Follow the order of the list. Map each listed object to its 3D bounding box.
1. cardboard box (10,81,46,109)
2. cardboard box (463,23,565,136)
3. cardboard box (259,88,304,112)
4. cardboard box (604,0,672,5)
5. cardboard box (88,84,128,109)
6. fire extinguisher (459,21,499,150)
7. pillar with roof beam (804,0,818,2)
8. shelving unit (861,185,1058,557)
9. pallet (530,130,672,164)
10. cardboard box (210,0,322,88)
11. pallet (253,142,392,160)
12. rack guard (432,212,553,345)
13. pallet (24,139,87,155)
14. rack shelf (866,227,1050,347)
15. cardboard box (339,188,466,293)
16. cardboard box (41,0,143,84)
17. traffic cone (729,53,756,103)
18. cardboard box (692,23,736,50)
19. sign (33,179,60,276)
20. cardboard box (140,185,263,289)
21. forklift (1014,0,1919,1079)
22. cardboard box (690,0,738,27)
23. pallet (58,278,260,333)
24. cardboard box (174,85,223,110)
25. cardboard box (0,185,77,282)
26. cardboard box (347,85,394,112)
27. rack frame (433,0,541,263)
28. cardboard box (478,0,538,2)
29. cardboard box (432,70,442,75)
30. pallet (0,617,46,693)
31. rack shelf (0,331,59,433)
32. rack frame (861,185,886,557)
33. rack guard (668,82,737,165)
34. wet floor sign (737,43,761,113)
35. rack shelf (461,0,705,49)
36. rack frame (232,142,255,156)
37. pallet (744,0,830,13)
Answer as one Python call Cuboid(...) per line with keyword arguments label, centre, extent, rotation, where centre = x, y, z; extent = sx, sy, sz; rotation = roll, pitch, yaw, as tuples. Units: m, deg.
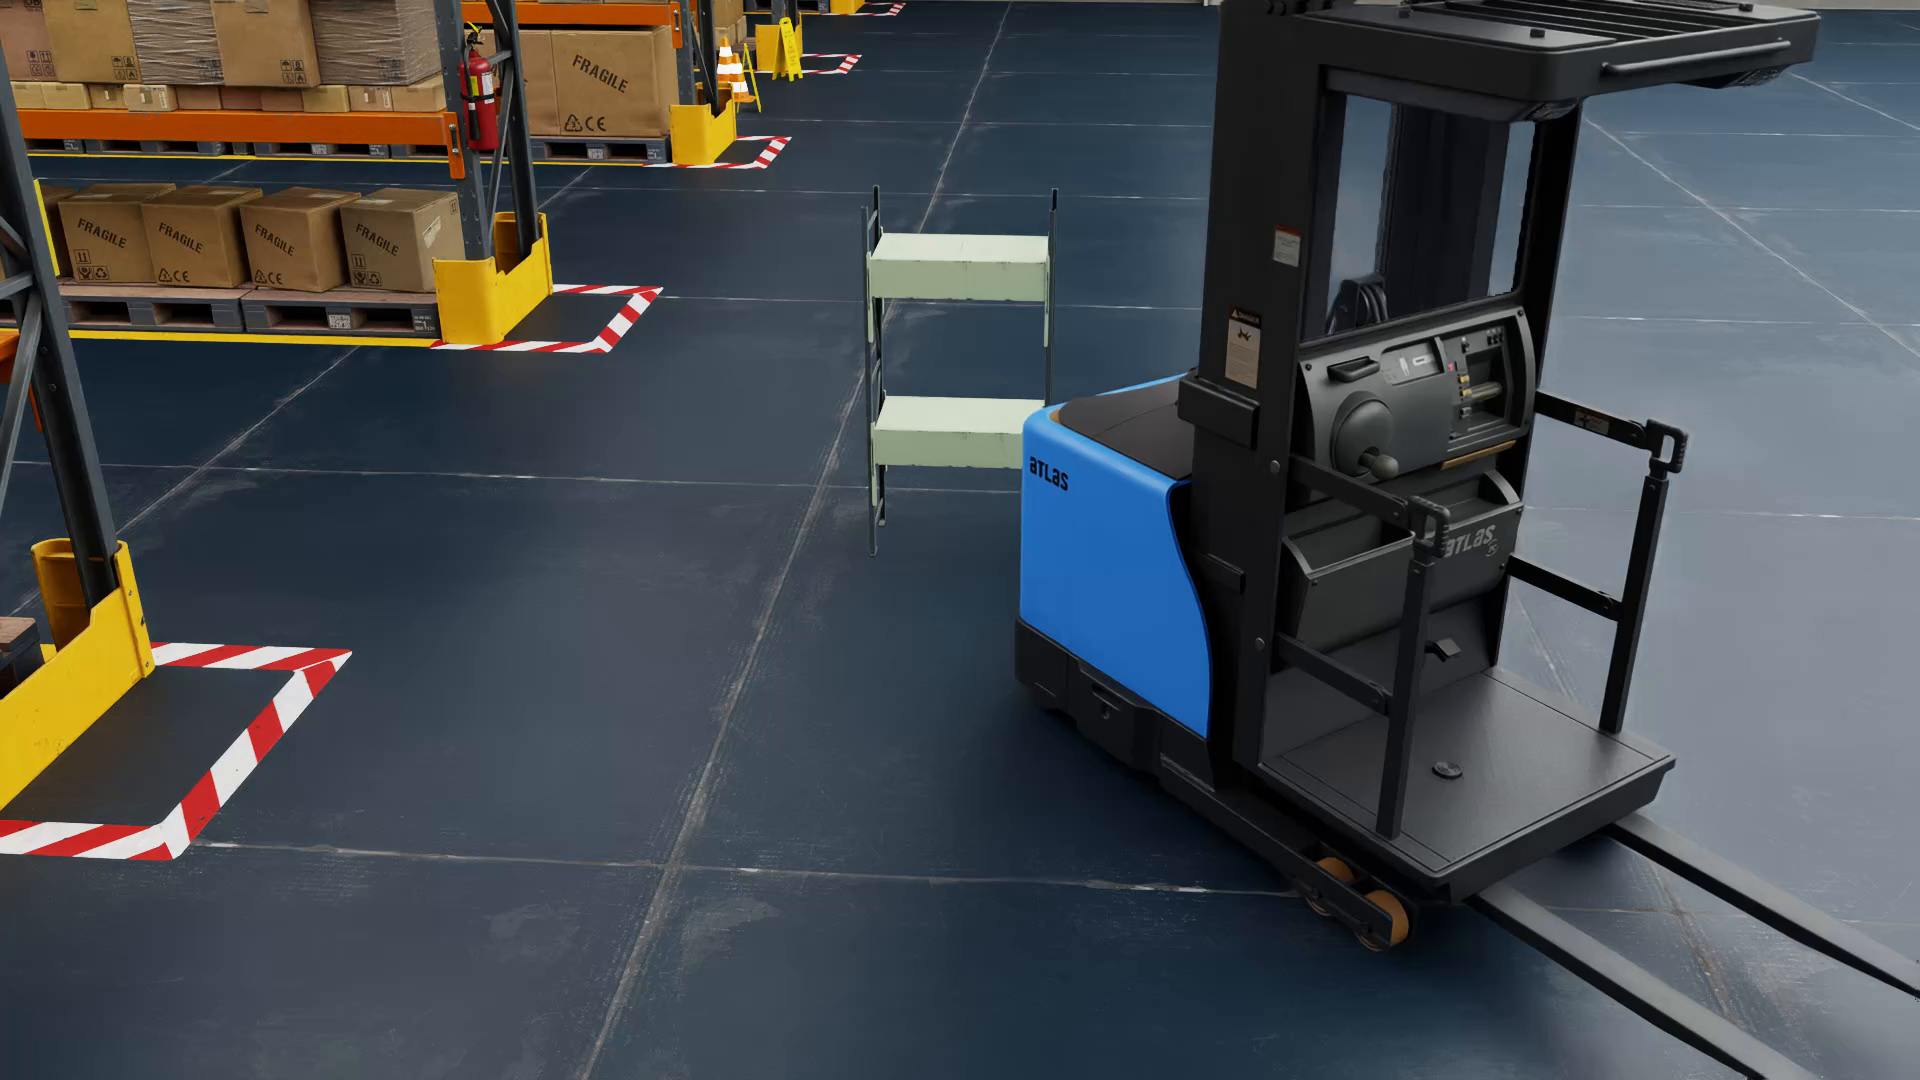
Cuboid(label="cardboard box", centre=(-5.308, -2.600, 9.613), extent=(0.250, 0.149, 0.380), rotation=(2, 25, 4))
Cuboid(label="cardboard box", centre=(-3.838, -4.059, 14.522), extent=(0.875, 0.875, 0.875), rotation=(1, 25, 3))
Cuboid(label="cardboard box", centre=(-3.810, -2.566, 9.539), extent=(0.250, 0.149, 0.380), rotation=(2, 25, 4))
Cuboid(label="cardboard box", centre=(-2.653, -4.873, 14.073), extent=(0.550, 0.550, 0.875), rotation=(2, 25, 4))
Cuboid(label="cardboard box", centre=(-4.807, -2.598, 9.609), extent=(0.250, 0.149, 0.380), rotation=(2, 25, 4))
Cuboid(label="fire extinguisher", centre=(-2.681, -2.517, 9.225), extent=(0.183, 0.674, 0.296), rotation=(2, 25, 4))
Cuboid(label="pillar with roof beam", centre=(-2.579, -10.276, 18.818), extent=(0.400, 9.000, 9.100), rotation=(2, 25, 4))
Cuboid(label="shelving unit", centre=(0.007, -0.681, 6.936), extent=(0.755, 1.500, 0.431), rotation=(2, 25, 4))
Cuboid(label="pallet", centre=(-3.082, -3.538, 14.687), extent=(1.213, 0.211, 1.003), rotation=(2, 25, 4))
Cuboid(label="cardboard box", centre=(-3.814, -2.924, 9.540), extent=(0.500, 0.500, 0.875), rotation=(2, 25, 4))
Cuboid(label="pallet", centre=(-5.515, -3.616, 14.857), extent=(1.213, 0.211, 1.003), rotation=(2, 25, 4))
Cuboid(label="rack guard", centre=(-2.835, -1.615, 10.162), extent=(0.348, 0.500, 1.175), rotation=(2, 25, 4))
Cuboid(label="pallet", centre=(-8.262, -3.705, 15.048), extent=(1.213, 0.211, 1.003), rotation=(2, 25, 4))
Cuboid(label="rack shelf", centre=(0.007, -1.036, 6.773), extent=(0.720, 0.370, 0.431), rotation=(2, 25, 4))
Cuboid(label="cardboard box", centre=(-3.381, -1.830, 10.127), extent=(0.500, 0.500, 0.500), rotation=(6, 25, 14))
Cuboid(label="cardboard box", centre=(-4.806, -2.979, 9.659), extent=(0.500, 0.500, 0.875), rotation=(2, 25, 4))
Cuboid(label="traffic cone", centre=(-2.274, -4.729, 16.973), extent=(0.334, 0.463, 0.336), rotation=(2, 25, 4))
Cuboid(label="cardboard box", centre=(-2.851, -5.735, 18.911), extent=(0.500, 0.250, 0.500), rotation=(2, 25, 4))
Cuboid(label="sign", centre=(-3.092, -1.039, 5.588), extent=(0.005, 0.325, 0.100), rotation=(2, 25, 4))
Cuboid(label="cardboard box", centre=(-4.602, -1.863, 10.198), extent=(0.500, 0.500, 0.500), rotation=(4, 25, 9))
Cuboid(label="forklift", centre=(1.443, -0.395, 4.603), extent=(1.130, 2.935, 3.031), rotation=(-16, 29, -31))
Cuboid(label="cardboard box", centre=(-2.820, -6.078, 18.760), extent=(0.500, 0.500, 0.500), rotation=(2, 25, 4))
Cuboid(label="pallet", centre=(-4.856, -1.565, 10.398), extent=(1.213, 0.211, 1.003), rotation=(2, 25, 4))
Cuboid(label="cardboard box", centre=(-4.307, -2.590, 9.591), extent=(0.250, 0.149, 0.380), rotation=(2, 25, 4))
Cuboid(label="cardboard box", centre=(-5.780, -1.887, 10.250), extent=(0.500, 0.500, 0.500), rotation=(10, 27, 21))
Cuboid(label="cardboard box", centre=(-3.309, -2.565, 9.537), extent=(0.250, 0.149, 0.380), rotation=(2, 25, 4))
Cuboid(label="rack frame", centre=(-2.760, -2.748, 9.634), extent=(0.127, 3.000, 1.000), rotation=(2, 25, 4))
Cuboid(label="cardboard box", centre=(-3.751, -4.952, 14.244), extent=(0.550, 0.550, 0.875), rotation=(2, 25, 4))
Cuboid(label="cardboard box", centre=(-3.026, -2.742, 9.922), extent=(0.250, 0.149, 0.380), rotation=(2, 25, 4))
Cuboid(label="pallet", centre=(-4.028, 0.572, 5.755), extent=(1.213, 0.211, 1.003), rotation=(2, 25, 4))
Cuboid(label="rack shelf", centre=(-5.133, -0.421, 5.437), extent=(4.000, 0.370, 1.077), rotation=(2, 25, 4))
Cuboid(label="rack frame", centre=(-0.358, -0.693, 6.961), extent=(0.023, 1.500, 0.400), rotation=(2, 25, 4))
Cuboid(label="rack guard", centre=(-2.255, -3.676, 14.640), extent=(0.348, 0.500, 1.175), rotation=(2, 25, 4))
Cuboid(label="wet floor sign", centre=(-2.099, -4.567, 16.403), extent=(0.232, 0.644, 0.267), rotation=(-2, 25, -5))
Cuboid(label="rack shelf", centre=(-4.273, -4.549, 14.409), extent=(4.000, 0.370, 1.077), rotation=(2, 25, 4))
Cuboid(label="rack frame", centre=(-6.267, -4.940, 14.398), extent=(0.127, 3.000, 1.000), rotation=(2, 25, 4))
Cuboid(label="pallet", centre=(-2.390, -7.688, 23.704), extent=(1.213, 0.211, 1.003), rotation=(2, 25, 4))
